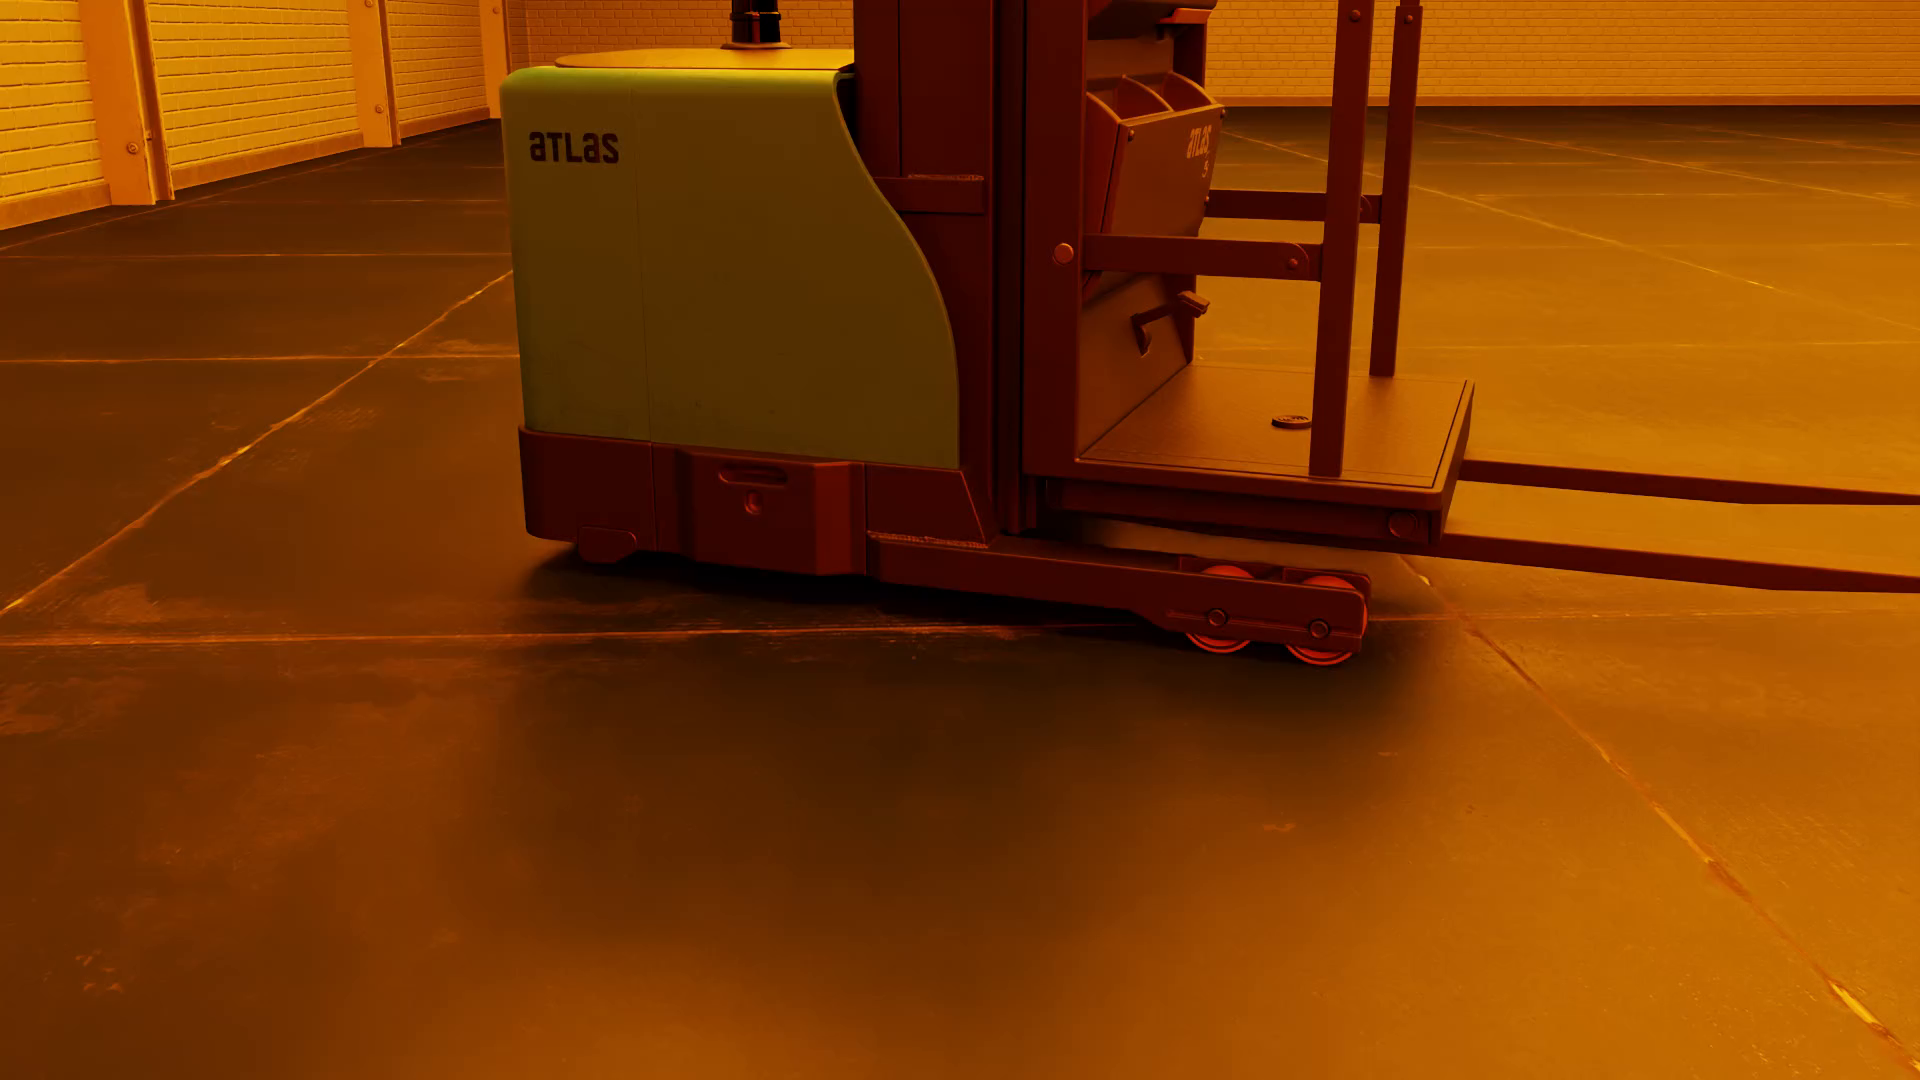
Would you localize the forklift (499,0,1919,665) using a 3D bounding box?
[{"bbox_3d":[0.592,-1.340,3.288,3.031,2.935,1.130,6,18,19],"label":"forklift"}]
